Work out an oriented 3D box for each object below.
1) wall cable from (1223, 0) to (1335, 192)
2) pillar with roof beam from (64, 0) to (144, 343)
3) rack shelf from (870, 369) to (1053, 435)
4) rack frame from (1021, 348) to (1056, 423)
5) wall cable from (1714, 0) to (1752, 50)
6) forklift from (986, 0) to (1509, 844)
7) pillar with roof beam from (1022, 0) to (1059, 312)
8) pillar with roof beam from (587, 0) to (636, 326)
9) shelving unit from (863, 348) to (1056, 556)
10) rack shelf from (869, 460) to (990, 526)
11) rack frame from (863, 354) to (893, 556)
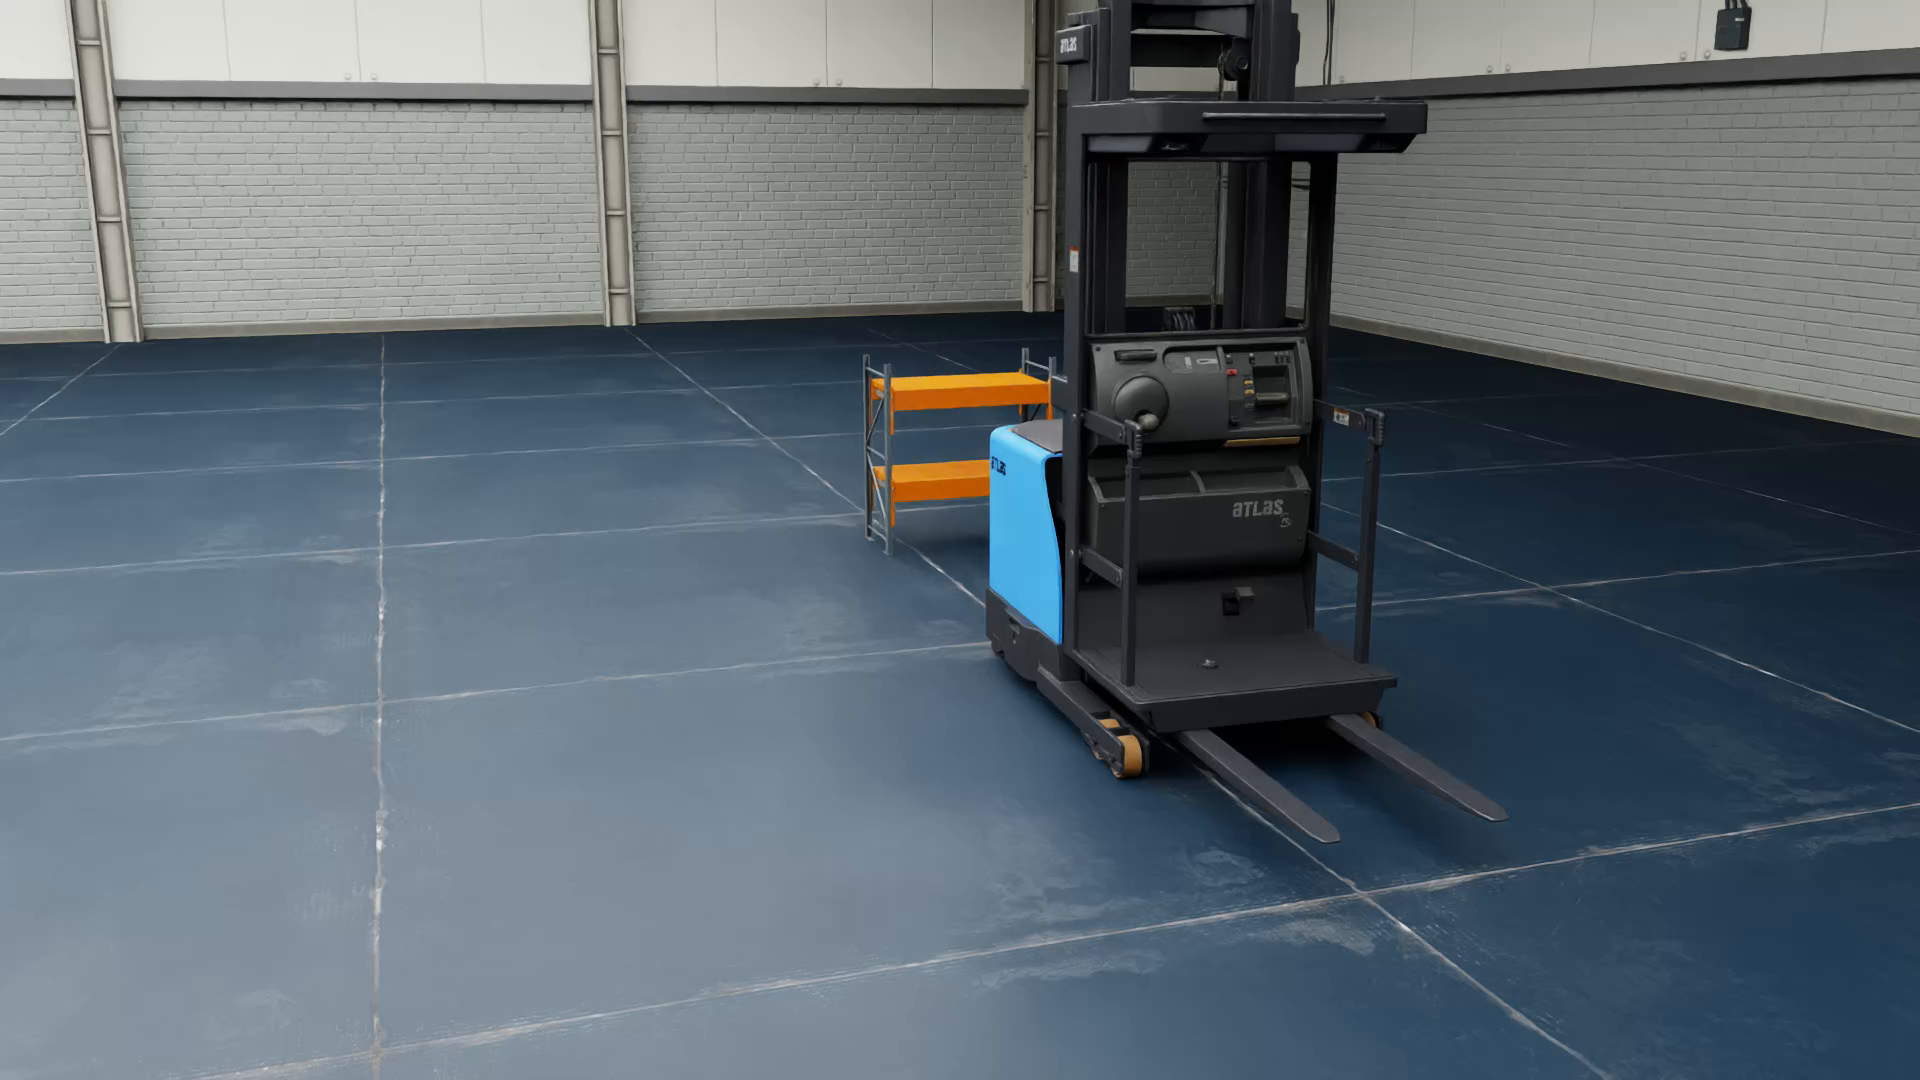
[{"bbox_3d":[4.349,-6.116,23.120,0.112,2.526,3.097,-4,14,-18],"label":"wall cable"},{"bbox_3d":[-8.865,-5.870,15.373,0.400,9.000,9.100,-4,14,-18],"label":"pillar with roof beam"},{"bbox_3d":[-0.006,-0.831,9.943,1.000,0.278,0.538,-4,14,-18],"label":"rack shelf"},{"bbox_3d":[0.475,-0.584,10.168,0.032,1.125,0.500,-4,14,-18],"label":"rack frame"},{"bbox_3d":[7.362,-7.198,13.609,0.169,6.003,2.305,-4,14,-18],"label":"wall cable"},{"bbox_3d":[1.031,-0.620,6.417,1.130,2.935,3.031,-4,14,-16],"label":"forklift"},{"bbox_3d":[2.508,-6.755,19.096,0.400,9.000,9.100,-4,14,-18],"label":"pillar with roof beam"},{"bbox_3d":[-3.178,-6.312,17.235,0.400,9.000,9.100,-4,14,-18],"label":"pillar with roof beam"},{"bbox_3d":[-0.006,-0.547,10.011,1.048,1.125,0.538,-4,14,-18],"label":"shelving unit"},{"bbox_3d":[-0.006,-0.309,10.067,1.000,0.278,0.538,-4,14,-18],"label":"rack shelf"},{"bbox_3d":[-0.488,-0.509,9.853,0.032,1.125,0.500,-4,14,-18],"label":"rack frame"}]
